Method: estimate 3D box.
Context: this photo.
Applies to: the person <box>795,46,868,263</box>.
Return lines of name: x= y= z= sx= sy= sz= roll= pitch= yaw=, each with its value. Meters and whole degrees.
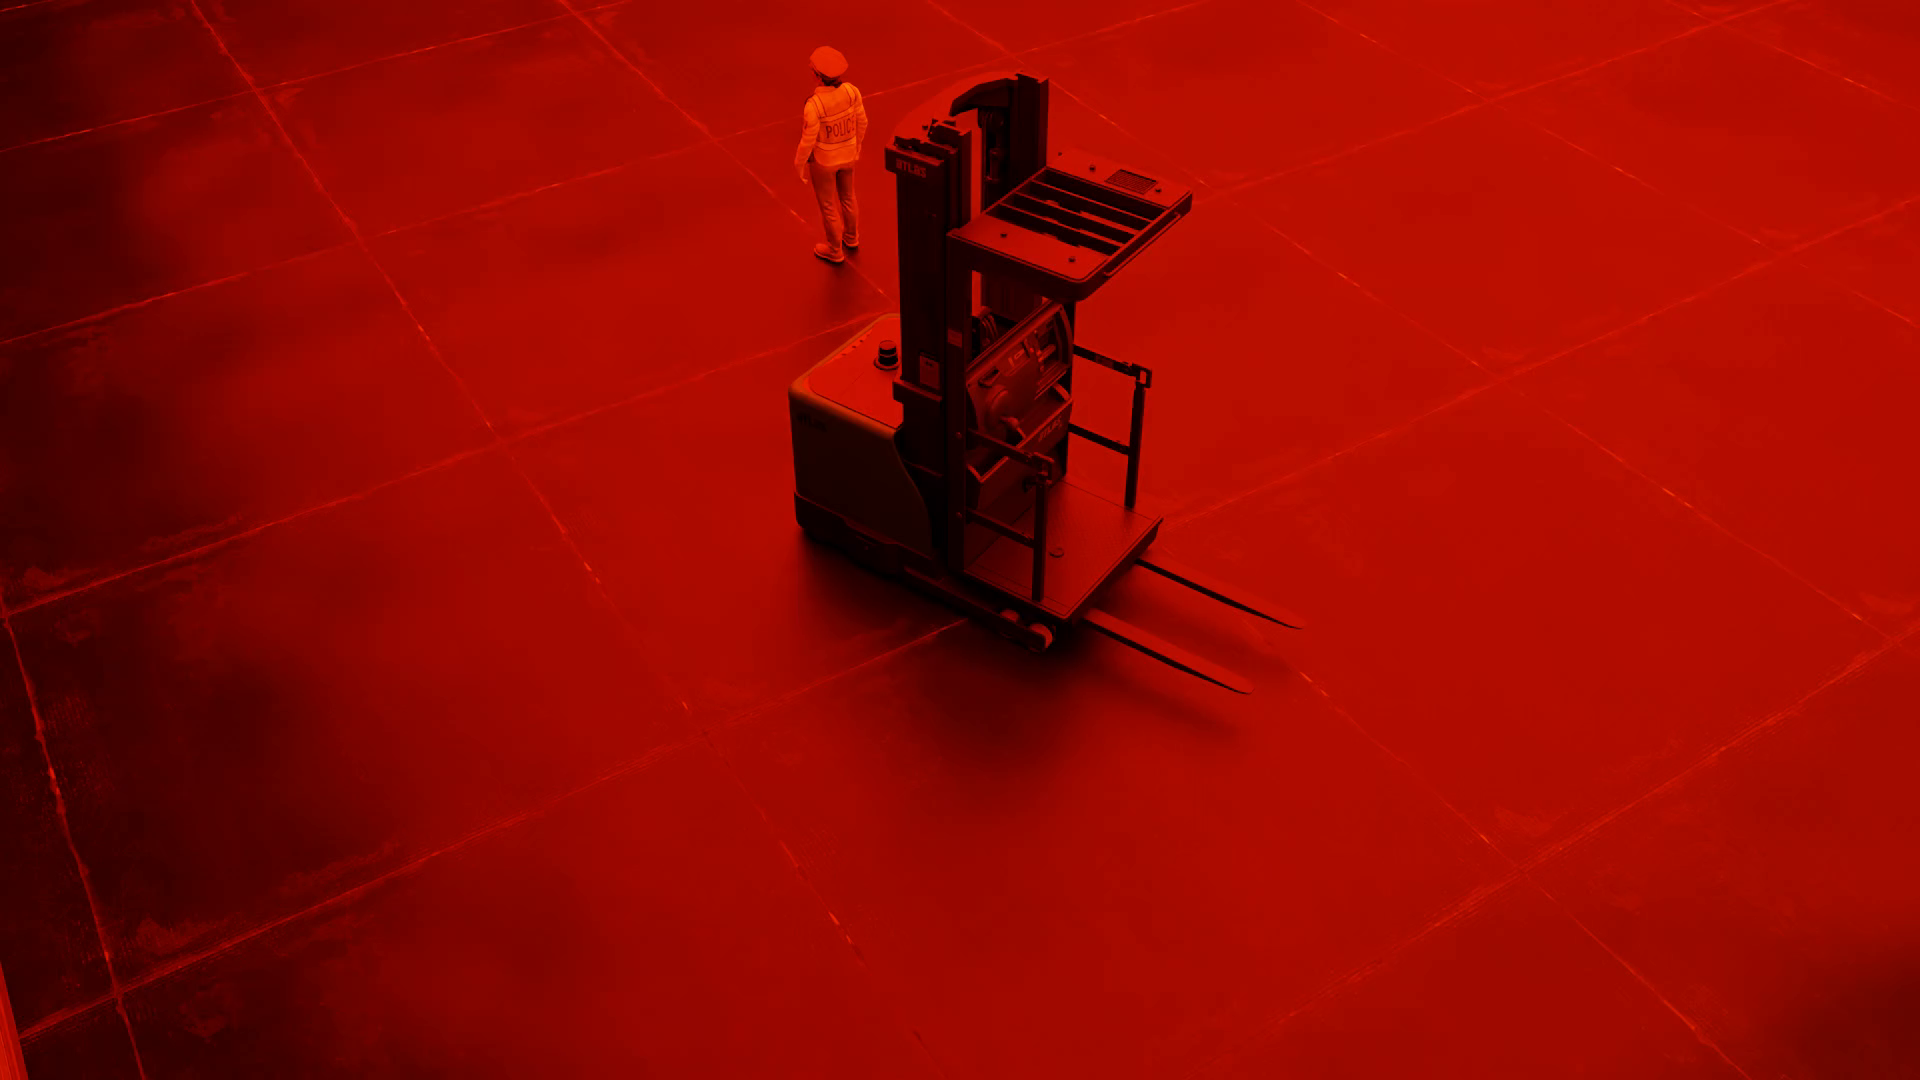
person: x=-0.959 y=-2.780 z=11.980 sx=0.586 sy=1.694 sz=0.533 roll=-27 pitch=48 yaw=-27

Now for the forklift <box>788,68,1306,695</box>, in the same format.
forklift: x=0.496 y=-0.872 z=8.869 sx=3.031 sy=2.935 sz=1.130 roll=25 pitch=47 yaw=26
